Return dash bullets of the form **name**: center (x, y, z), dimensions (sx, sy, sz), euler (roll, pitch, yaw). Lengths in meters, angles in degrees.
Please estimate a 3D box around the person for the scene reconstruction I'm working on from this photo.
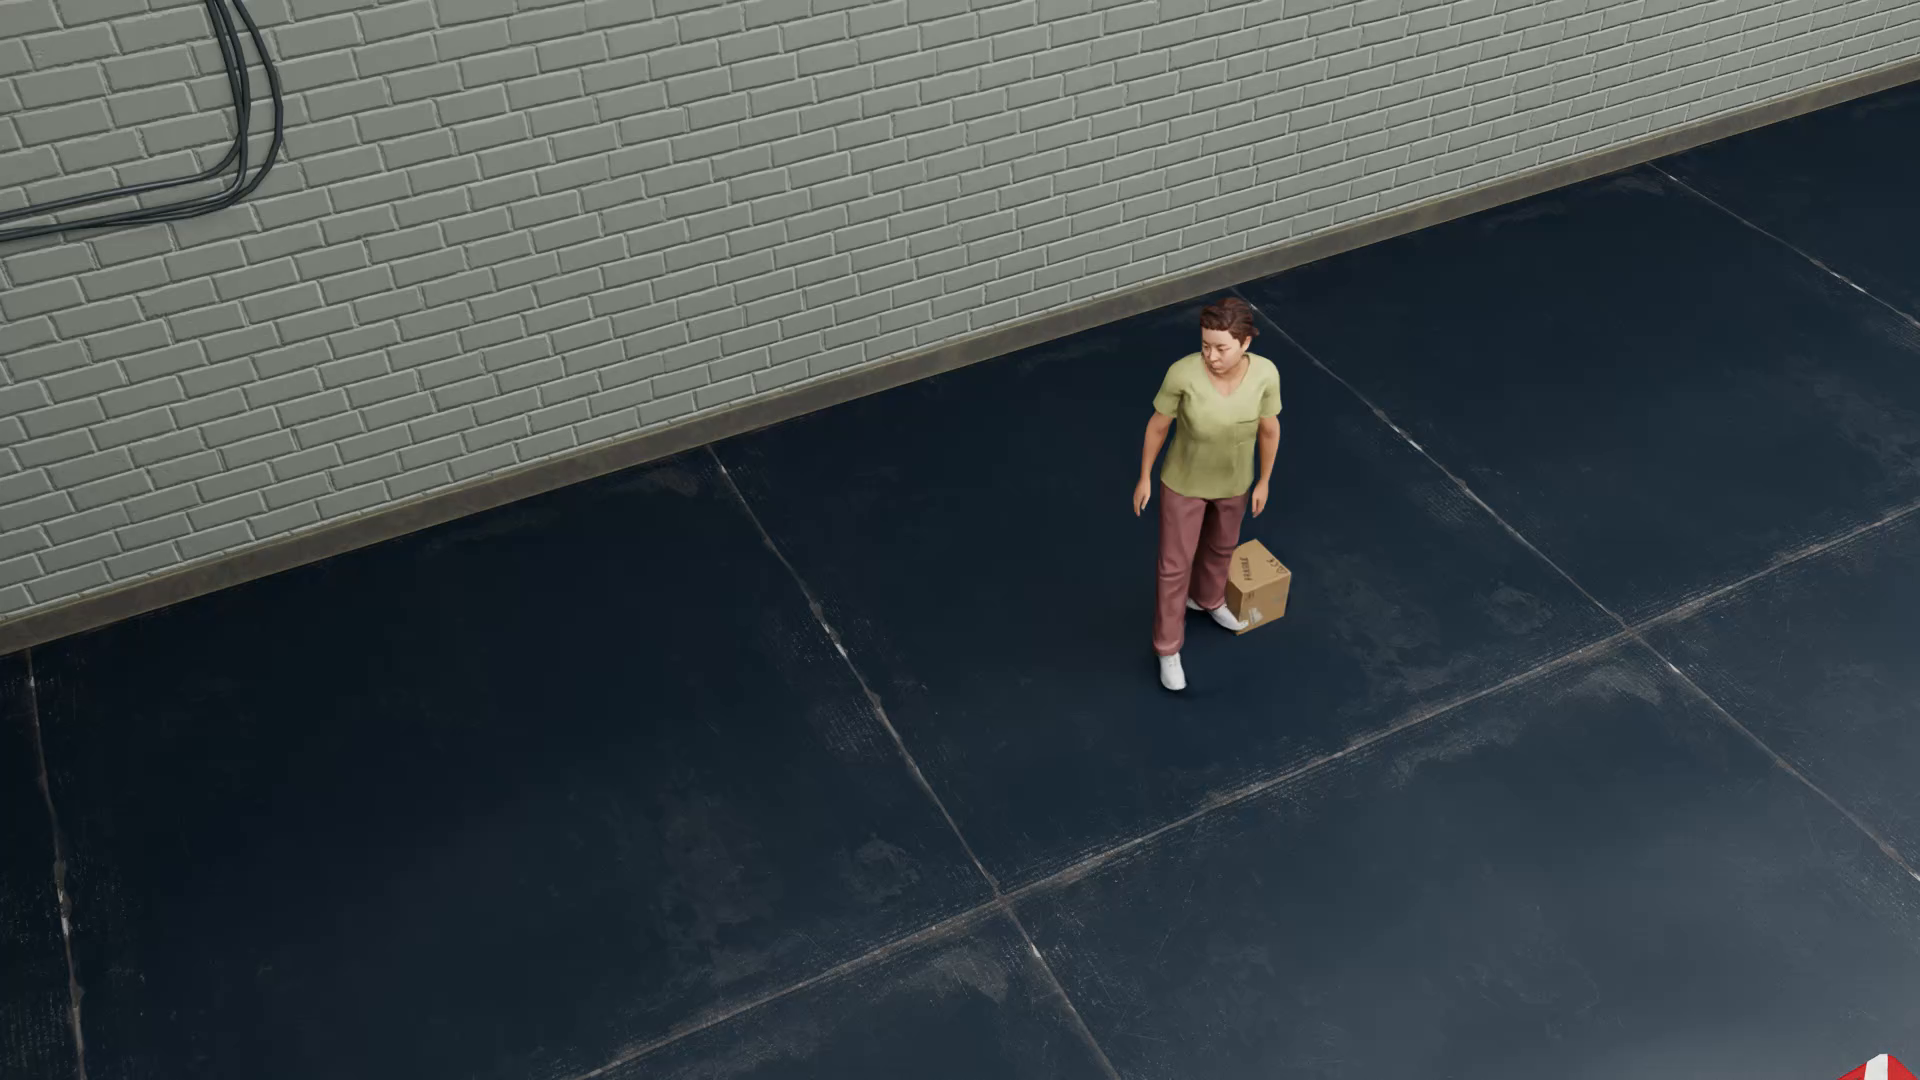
- **person**: center (0.944, -0.193, 6.345), dimensions (0.550, 1.666, 0.584), euler (-5, 42, -6)
